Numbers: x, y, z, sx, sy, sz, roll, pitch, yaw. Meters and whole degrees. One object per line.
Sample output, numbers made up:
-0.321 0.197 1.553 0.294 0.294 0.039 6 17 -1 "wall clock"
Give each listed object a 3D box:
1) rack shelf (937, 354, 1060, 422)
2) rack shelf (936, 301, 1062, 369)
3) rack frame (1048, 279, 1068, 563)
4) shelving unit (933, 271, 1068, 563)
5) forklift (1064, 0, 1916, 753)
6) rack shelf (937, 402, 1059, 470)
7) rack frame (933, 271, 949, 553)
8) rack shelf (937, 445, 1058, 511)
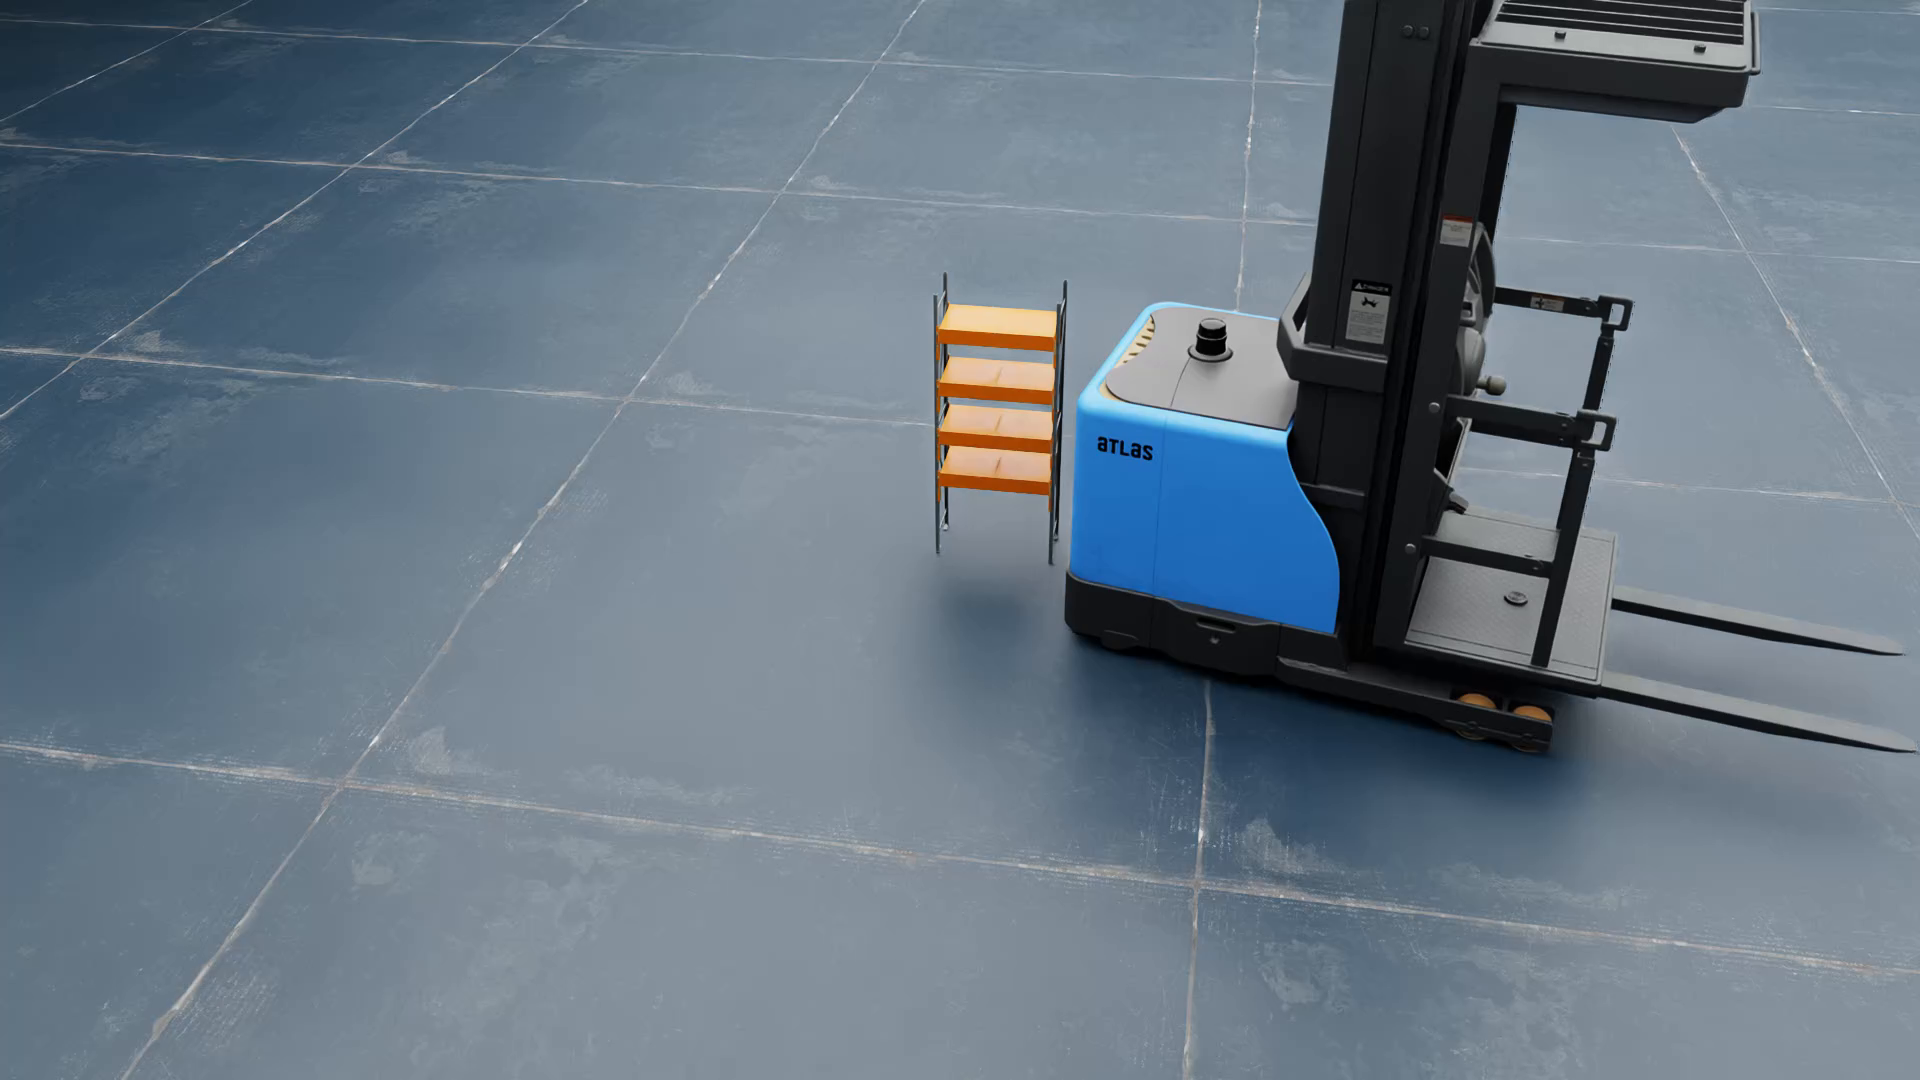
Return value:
0.163 -0.626 6.825 0.480 0.148 0.258 5 32 8 "rack shelf"
0.163 -0.827 6.700 0.480 0.148 0.258 5 32 8 "rack shelf"
0.404 -0.472 6.873 0.015 1.200 0.240 5 32 8 "rack frame"
0.163 -0.494 6.908 0.503 1.200 0.258 5 32 8 "shelving unit"
1.983 -0.794 5.757 3.031 2.935 1.130 12 34 18 "forklift"
0.163 -0.437 6.944 0.480 0.148 0.258 5 32 8 "rack shelf"
-0.077 -0.516 6.943 0.015 1.200 0.240 5 32 8 "rack frame"
0.163 -0.268 7.049 0.480 0.148 0.258 5 32 8 "rack shelf"
